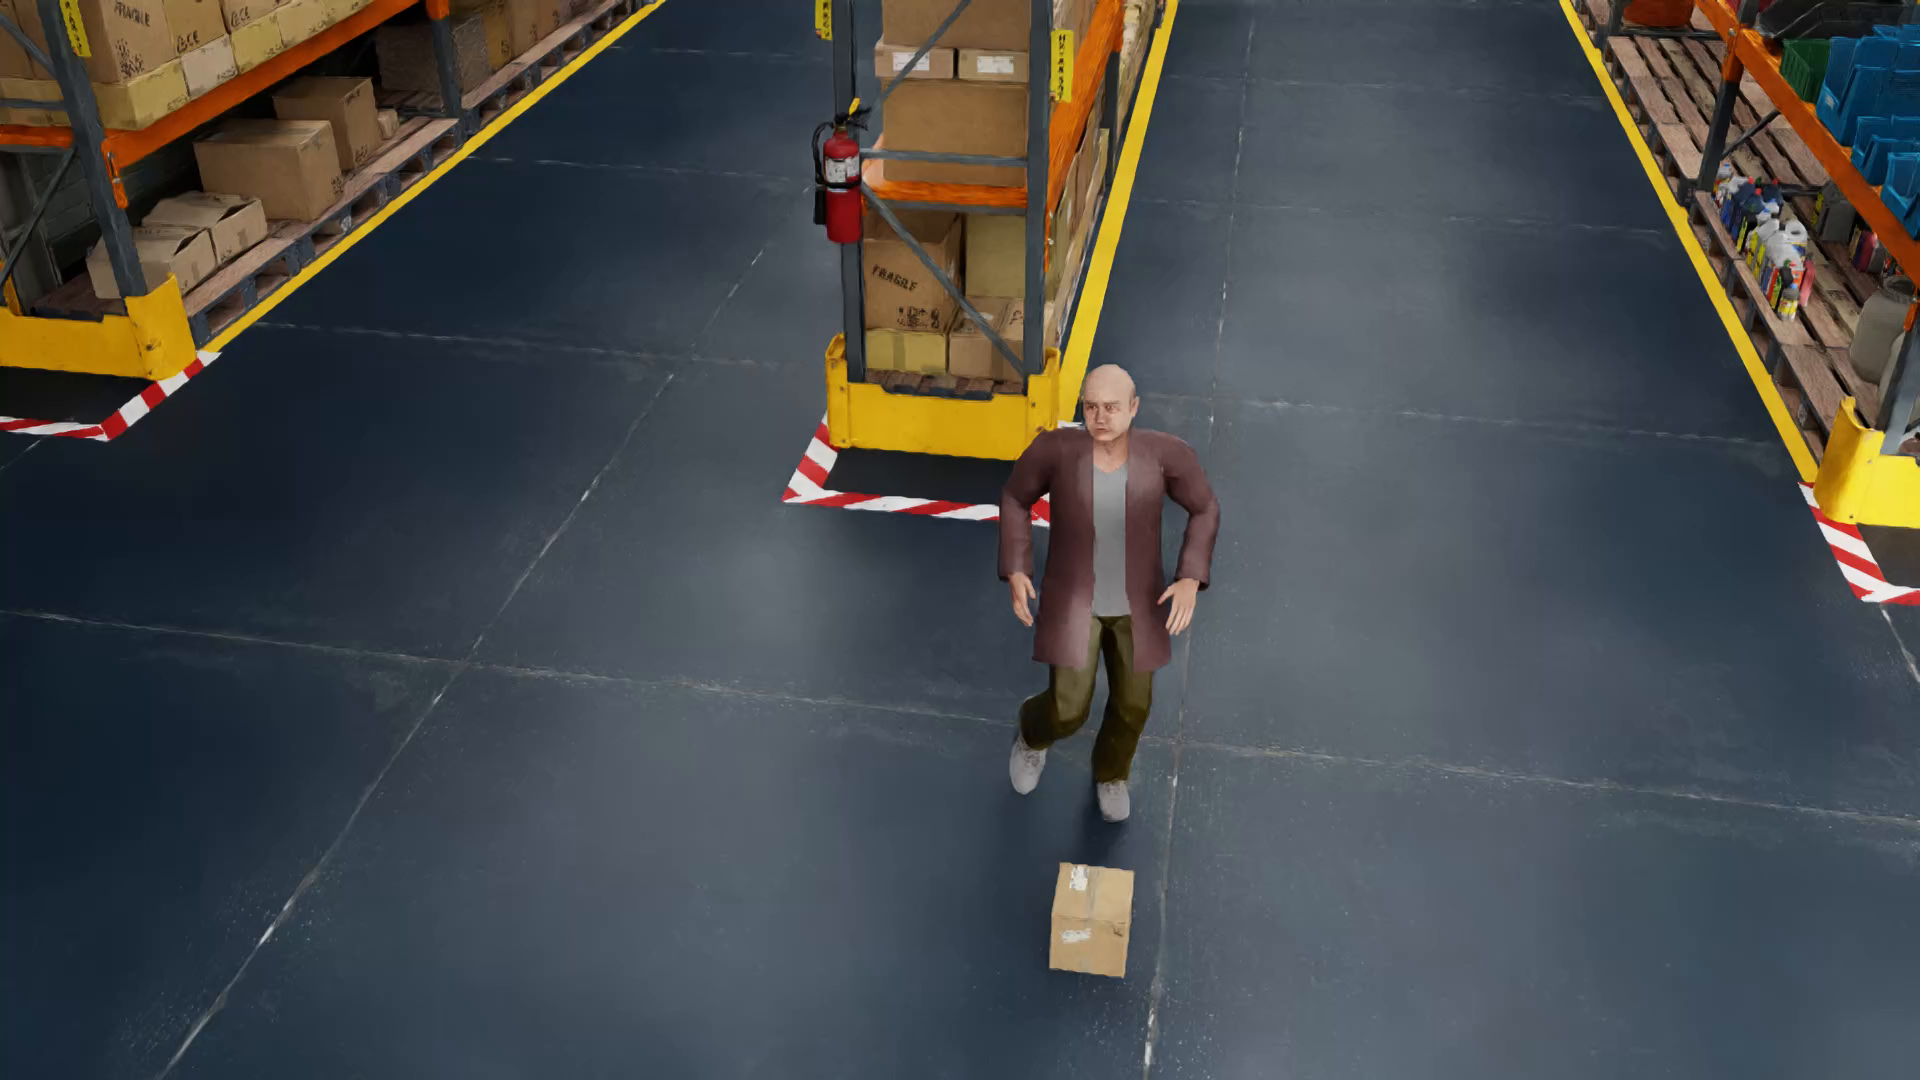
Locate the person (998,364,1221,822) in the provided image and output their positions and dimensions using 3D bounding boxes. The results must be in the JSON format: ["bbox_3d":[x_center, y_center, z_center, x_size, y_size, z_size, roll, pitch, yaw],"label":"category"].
[{"bbox_3d":[0.522,0.215,5.841,0.772,1.744,0.521,-3,32,-4],"label":"person"}]
